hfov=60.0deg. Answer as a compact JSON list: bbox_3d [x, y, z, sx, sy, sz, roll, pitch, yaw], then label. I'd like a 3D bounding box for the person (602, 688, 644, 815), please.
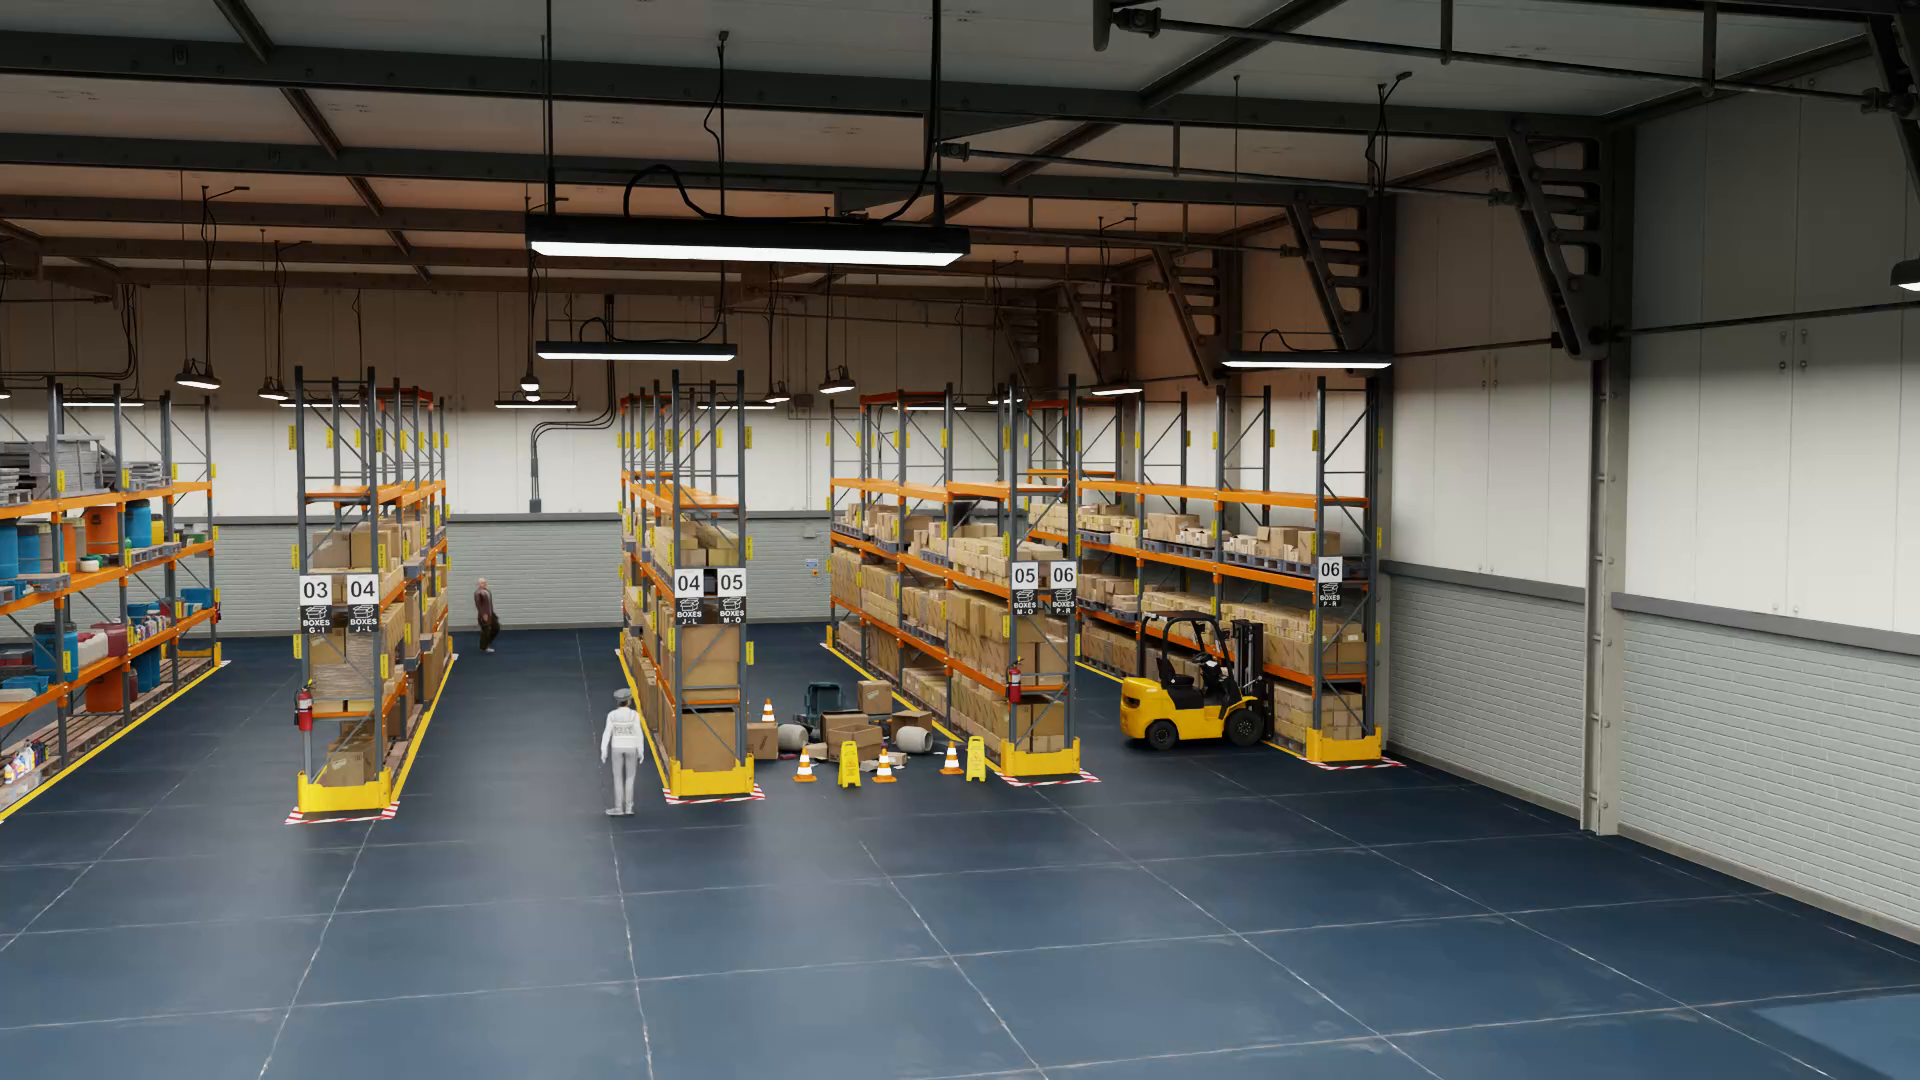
[{"bbox_3d":[-4.512,2.846,22.234,0.567,1.711,0.394,0,3,-4],"label":"person"}]

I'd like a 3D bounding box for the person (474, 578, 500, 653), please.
[{"bbox_3d":[-11.117,1.821,39.095,0.479,1.677,0.639,1,3,13],"label":"person"}]
